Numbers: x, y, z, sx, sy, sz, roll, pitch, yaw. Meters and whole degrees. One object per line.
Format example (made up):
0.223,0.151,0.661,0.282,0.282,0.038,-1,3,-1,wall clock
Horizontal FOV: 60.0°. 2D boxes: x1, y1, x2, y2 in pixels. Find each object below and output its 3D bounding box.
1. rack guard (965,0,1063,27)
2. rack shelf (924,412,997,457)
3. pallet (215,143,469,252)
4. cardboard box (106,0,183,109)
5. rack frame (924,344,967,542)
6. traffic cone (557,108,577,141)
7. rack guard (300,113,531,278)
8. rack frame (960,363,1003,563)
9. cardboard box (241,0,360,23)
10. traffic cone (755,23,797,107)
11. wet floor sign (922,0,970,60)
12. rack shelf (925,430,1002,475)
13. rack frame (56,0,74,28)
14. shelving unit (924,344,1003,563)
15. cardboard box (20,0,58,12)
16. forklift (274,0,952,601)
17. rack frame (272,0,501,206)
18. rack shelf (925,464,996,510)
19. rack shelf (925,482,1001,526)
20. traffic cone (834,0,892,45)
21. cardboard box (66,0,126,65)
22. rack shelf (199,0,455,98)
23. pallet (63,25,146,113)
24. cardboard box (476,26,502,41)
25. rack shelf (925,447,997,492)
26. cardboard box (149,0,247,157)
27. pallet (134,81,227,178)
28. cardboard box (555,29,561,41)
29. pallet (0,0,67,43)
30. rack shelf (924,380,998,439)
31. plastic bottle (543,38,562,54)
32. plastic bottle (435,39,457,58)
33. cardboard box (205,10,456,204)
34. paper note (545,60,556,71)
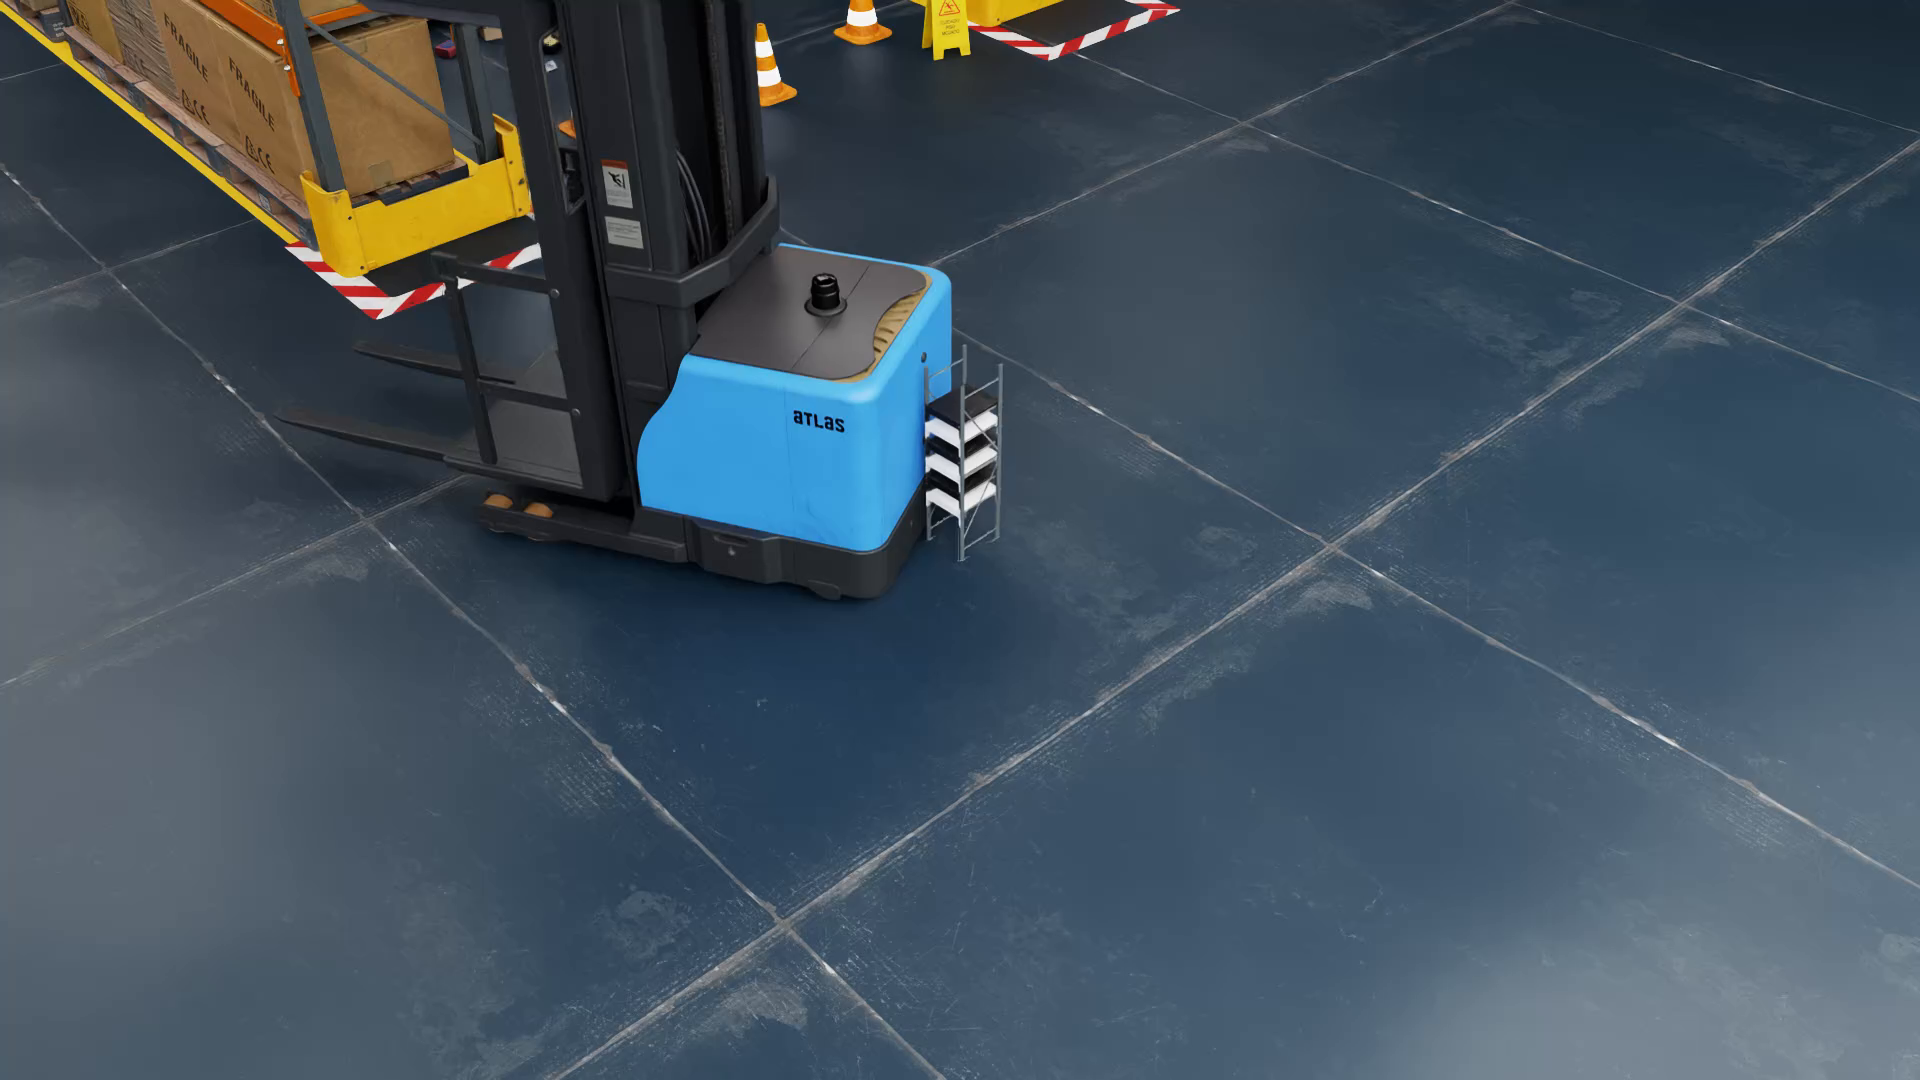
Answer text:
0.512,-4.123,11.957,1.175,0.500,0.348,-30,48,-32,rack guard
0.013,-0.466,6.878,0.200,0.077,0.258,32,49,33,rack shelf
-3.613,-2.162,9.758,1.003,0.211,1.213,-30,48,-32,pallet
-4.734,-3.361,10.381,0.875,0.875,0.875,-30,47,-31,cardboard box
-0.059,-0.397,7.025,0.006,0.900,0.240,32,49,33,rack frame
-2.328,-2.772,10.314,0.336,0.463,0.334,-30,48,-32,traffic cone
-2.998,-1.926,9.237,1.175,0.500,0.348,-30,48,-32,rack guard
0.086,-0.307,6.914,0.006,0.900,0.240,32,49,33,rack frame
-3.299,-3.120,8.607,0.875,0.550,0.550,-30,48,-32,cardboard box
-1.266,-3.095,10.714,0.336,0.463,0.334,-30,48,-32,traffic cone
-0.097,-3.601,11.196,0.267,0.644,0.232,-15,41,-17,wet floor sign
0.013,-0.396,6.934,0.200,0.077,0.258,32,49,33,rack shelf
-5.720,-4.761,10.757,1.000,3.000,0.127,-30,48,-32,rack frame
0.013,-0.352,6.970,0.210,0.900,0.258,32,49,33,shelving unit
-6.206,-4.298,11.641,1.050,0.750,0.750,-30,48,-32,cardboard box
-1.596,-1.436,6.695,3.031,2.935,1.130,12,40,14,forklift
-3.015,-2.910,8.465,1.000,3.000,0.127,-30,48,-32,rack frame
0.013,-0.256,7.047,0.200,0.077,0.258,32,49,33,rack shelf
0.013,-0.186,7.104,0.200,0.077,0.258,32,49,33,rack shelf
-0.678,-3.724,11.492,0.336,0.463,0.334,-30,48,-32,traffic cone
-5.346,-3.777,10.896,0.875,0.875,0.875,-29,47,-31,cardboard box
-4.367,-3.555,9.837,1.077,0.370,4.000,-30,48,-32,rack shelf
-5.263,-3.291,11.157,1.003,0.211,1.213,-30,48,-32,pallet
-3.201,-3.684,11.601,0.396,0.266,0.258,-22,44,-25,cardboard box
0.013,-0.326,6.991,0.200,0.077,0.258,32,49,33,rack shelf
-4.119,-2.938,9.858,0.875,0.875,0.875,-31,48,-32,cardboard box
-4.434,-2.726,10.457,1.003,0.211,1.213,-30,48,-32,pallet
-2.490,-3.826,11.586,0.637,0.503,0.797,5,39,6,cardboard box
-6.297,-4.001,12.036,1.003,0.211,1.213,-30,48,-32,pallet
0.013,-0.536,6.821,0.200,0.077,0.258,32,49,33,rack shelf
-2.884,-3.406,11.419,0.283,0.061,0.133,18,42,21,plastic bottle
-3.454,-3.389,11.398,0.133,0.061,0.283,18,42,21,plastic bottle
-3.522,-2.532,9.355,0.875,0.875,0.875,-30,47,-32,cardboard box
-2.796,-3.182,11.167,0.144,0.017,0.142,-15,41,-17,paper note
